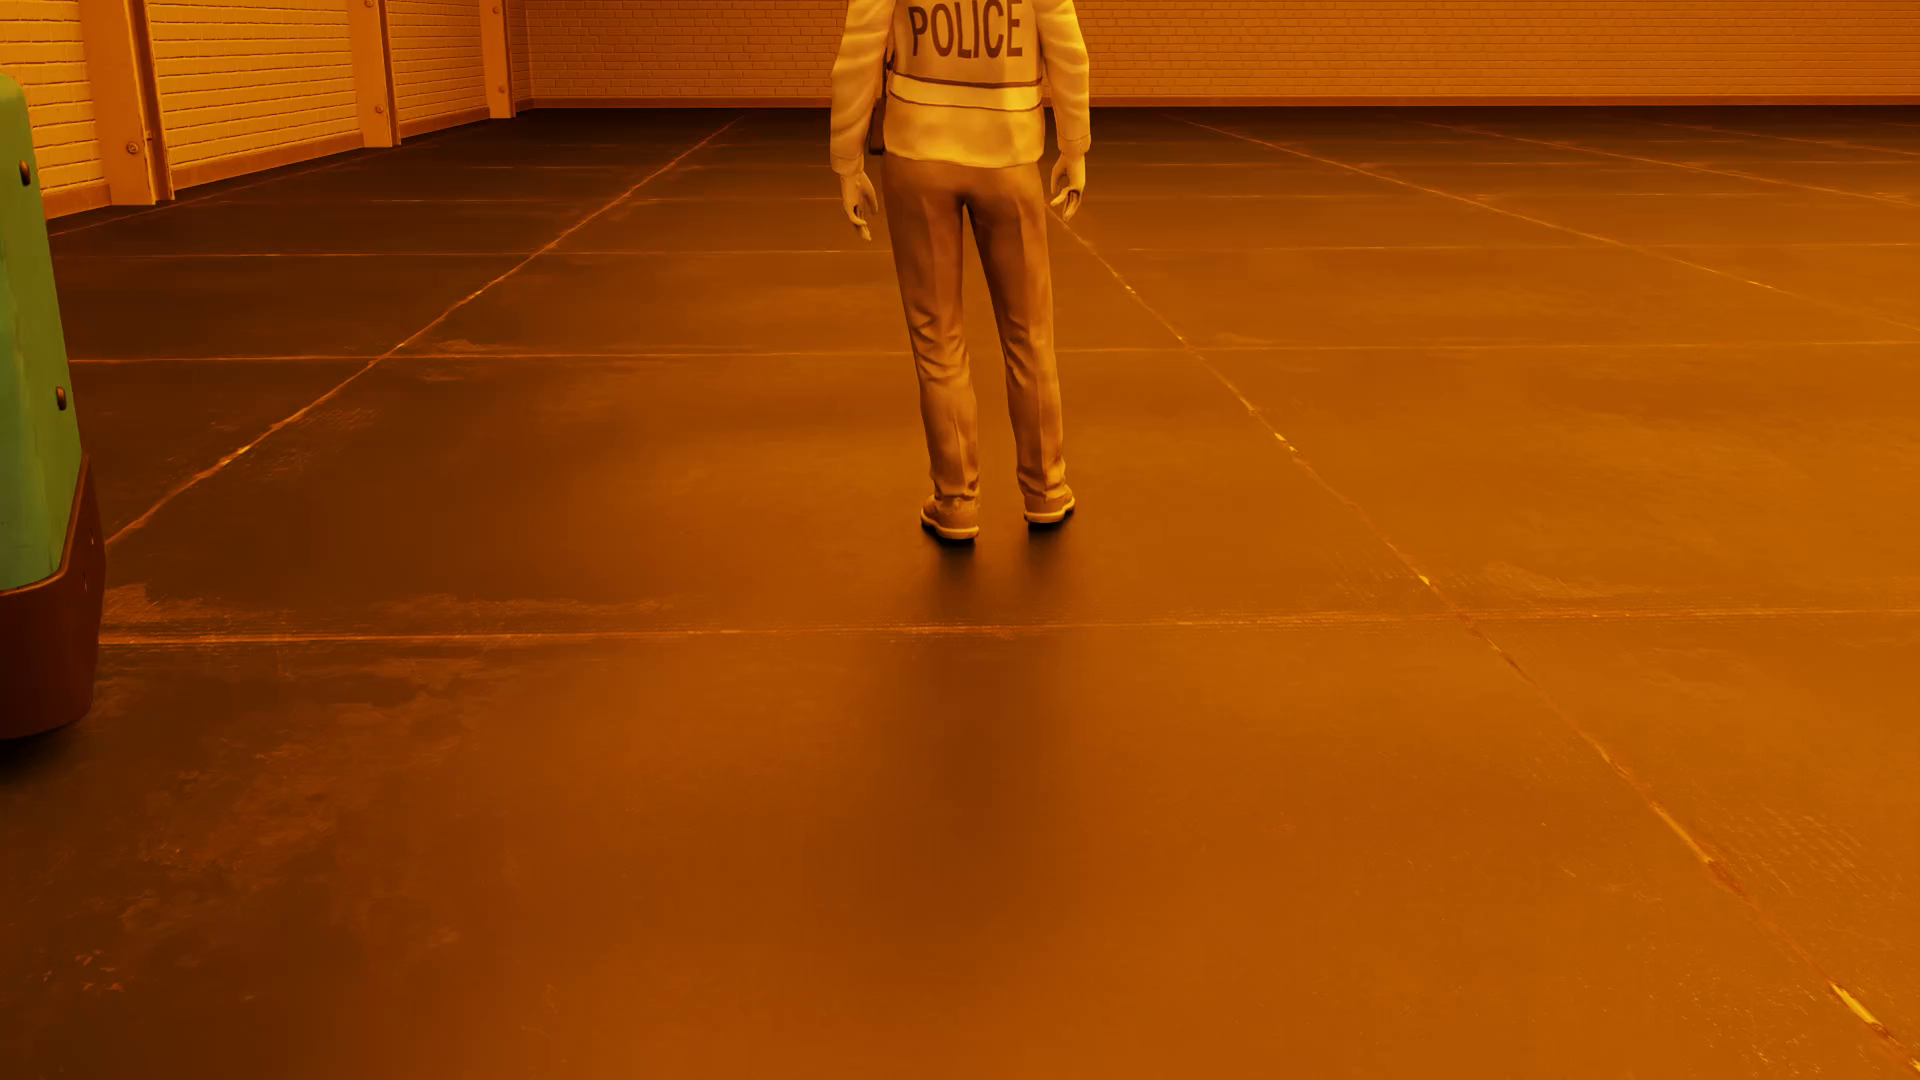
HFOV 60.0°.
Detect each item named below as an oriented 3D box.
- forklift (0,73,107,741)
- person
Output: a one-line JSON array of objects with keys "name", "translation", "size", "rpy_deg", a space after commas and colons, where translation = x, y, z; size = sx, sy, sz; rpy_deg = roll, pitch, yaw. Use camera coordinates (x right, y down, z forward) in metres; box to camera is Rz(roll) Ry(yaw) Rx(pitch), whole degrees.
[{"name": "forklift", "translation": [-3.002, -0.985, 2.128], "size": [3.031, 2.935, 1.130], "rpy_deg": [-8, 19, -23]}, {"name": "person", "translation": [0.003, -0.837, 3.734], "size": [0.586, 1.694, 0.532], "rpy_deg": [-1, 17, -3]}]
